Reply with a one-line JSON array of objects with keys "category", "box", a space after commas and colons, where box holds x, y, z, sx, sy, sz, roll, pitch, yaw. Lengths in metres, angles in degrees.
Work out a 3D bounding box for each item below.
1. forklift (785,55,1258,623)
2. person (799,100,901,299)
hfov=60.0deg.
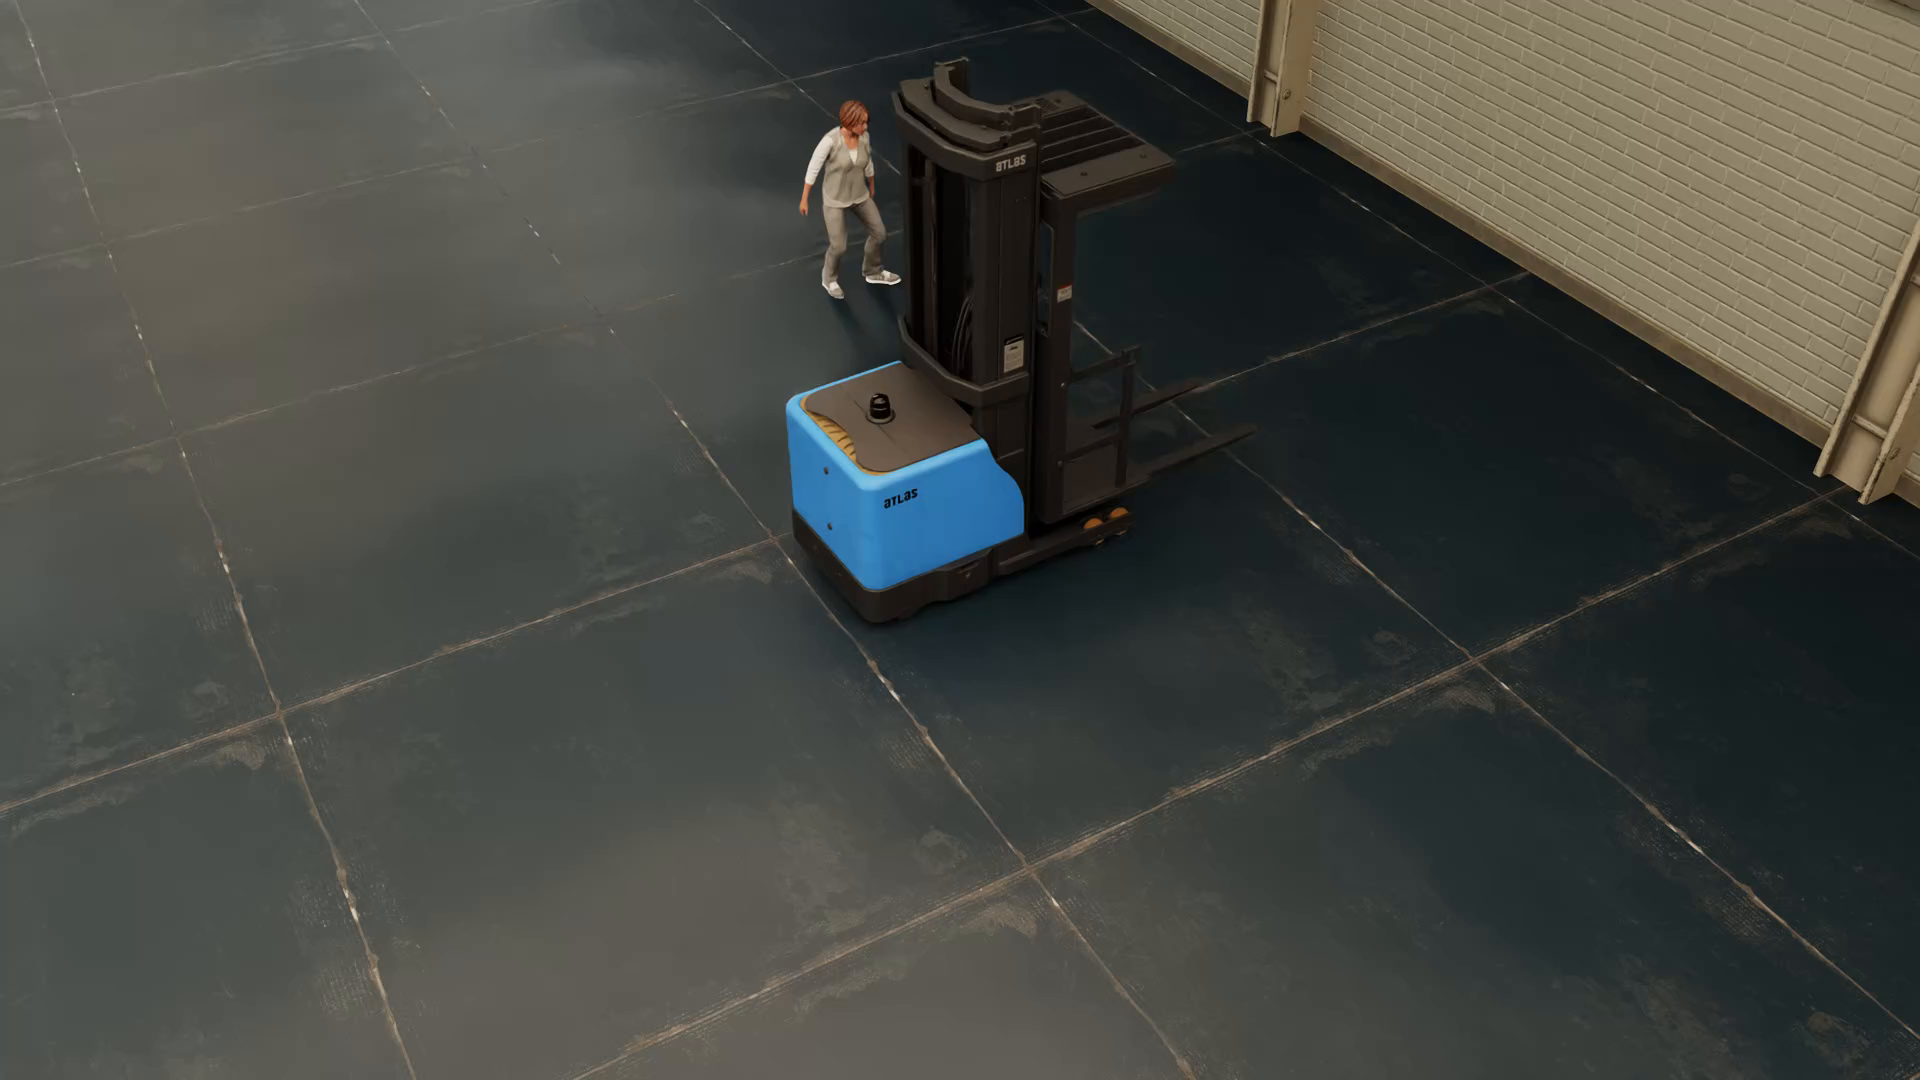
[{"category": "forklift", "box": [0.493, -1.362, 9.678, 3.031, 2.935, 1.130, -22, 44, -24]}, {"category": "person", "box": [-0.818, -2.491, 12.139, 0.740, 1.563, 0.403, -21, 44, -24]}]
